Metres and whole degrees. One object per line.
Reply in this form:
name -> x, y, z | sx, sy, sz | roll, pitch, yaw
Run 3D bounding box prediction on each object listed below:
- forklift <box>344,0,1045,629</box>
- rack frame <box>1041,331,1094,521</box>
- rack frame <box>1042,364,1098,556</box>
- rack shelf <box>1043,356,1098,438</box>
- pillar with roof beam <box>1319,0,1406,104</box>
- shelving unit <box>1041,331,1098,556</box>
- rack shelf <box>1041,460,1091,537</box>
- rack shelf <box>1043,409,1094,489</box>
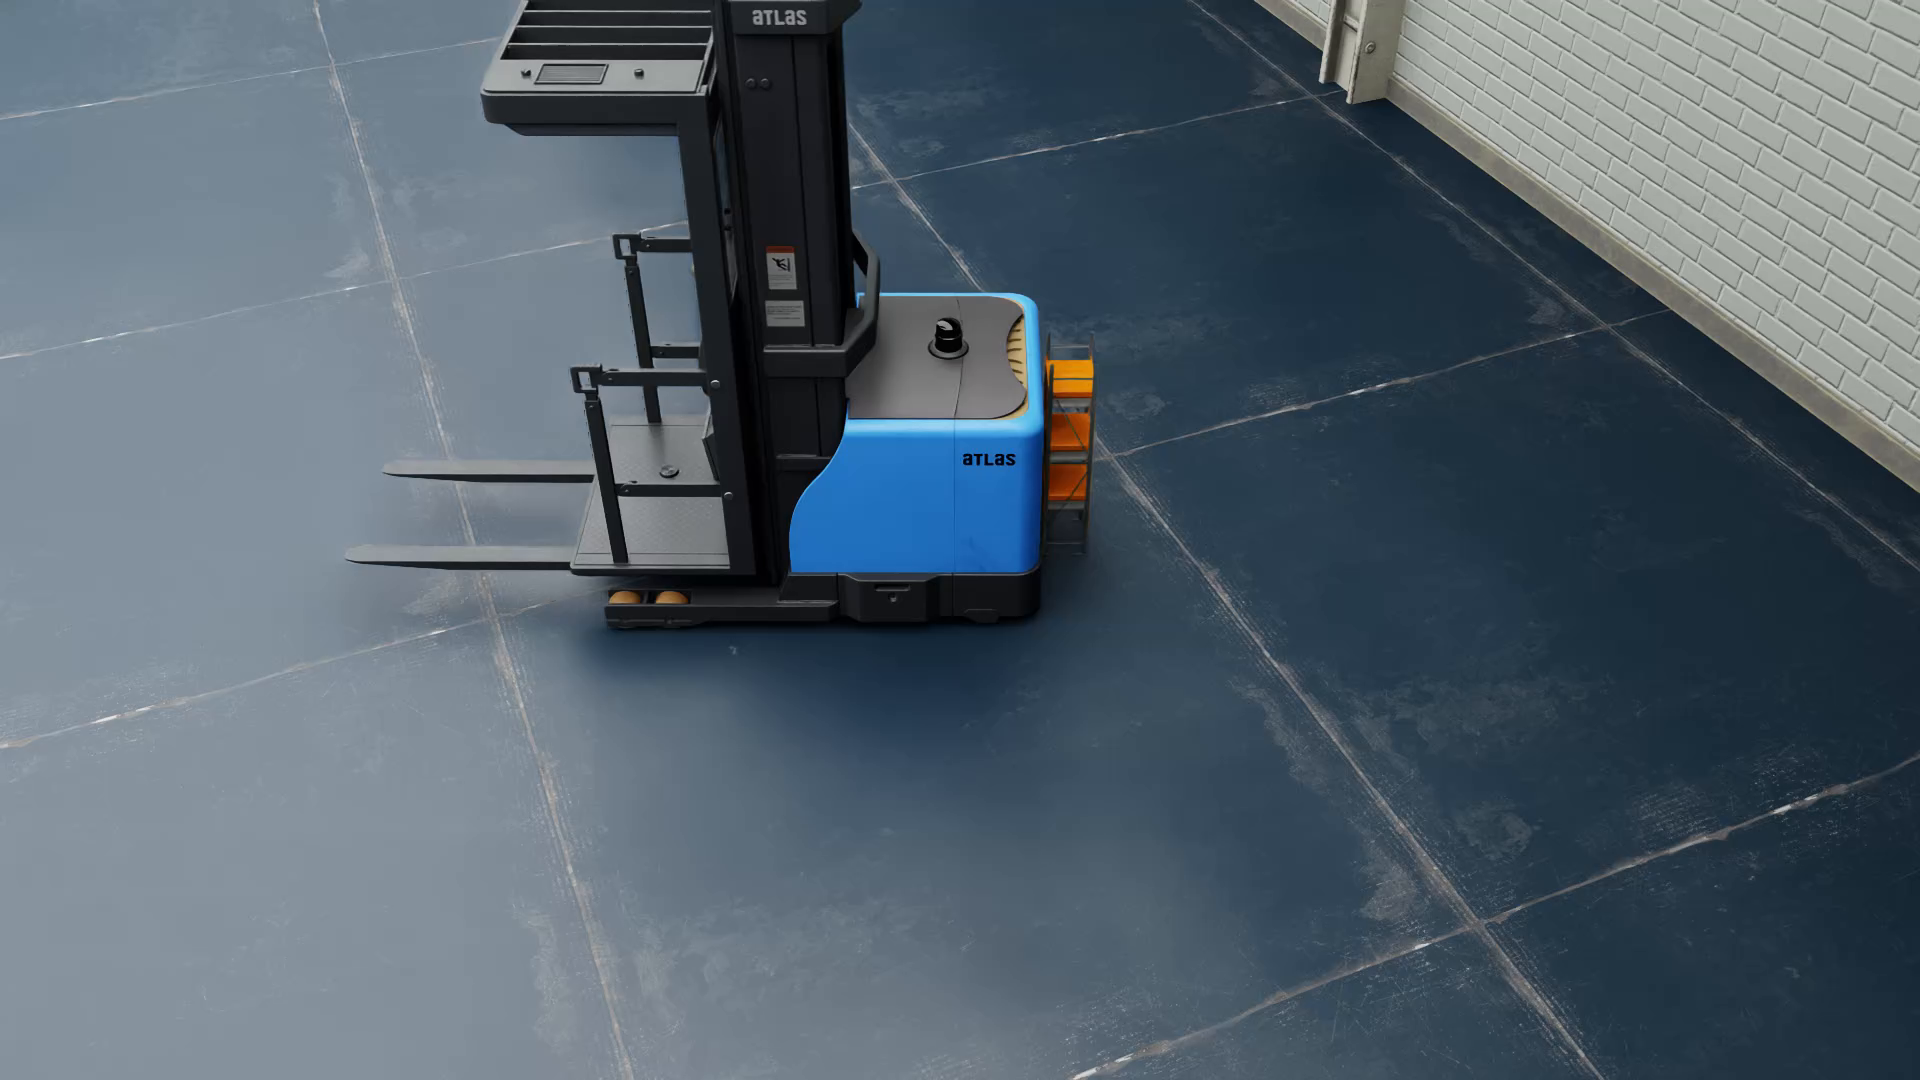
forklift -> -1.163, -1.073, 6.668 | 3.031, 2.935, 1.130 | 0, 41, 0
rack frame -> 0.471, -0.489, 7.432 | 0.200, 1.050, 0.008 | 0, 41, 0
rack frame -> 0.473, -0.330, 7.247 | 0.200, 1.050, 0.008 | 0, 41, 0
rack shelf -> 0.472, -0.617, 7.162 | 0.215, 0.259, 0.240 | 0, 41, 0
pillar with roof beam -> -1.323, -5.384, 7.028 | 9.100, 9.000, 0.400 | -15, 43, -17
shelving unit -> 0.472, -0.410, 7.340 | 0.215, 1.050, 0.252 | 0, 41, 0
rack shelf -> 0.472, -0.191, 7.528 | 0.215, 0.259, 0.240 | 0, 41, 0
rack shelf -> 0.472, -0.402, 7.347 | 0.215, 0.259, 0.240 | 0, 41, 0
